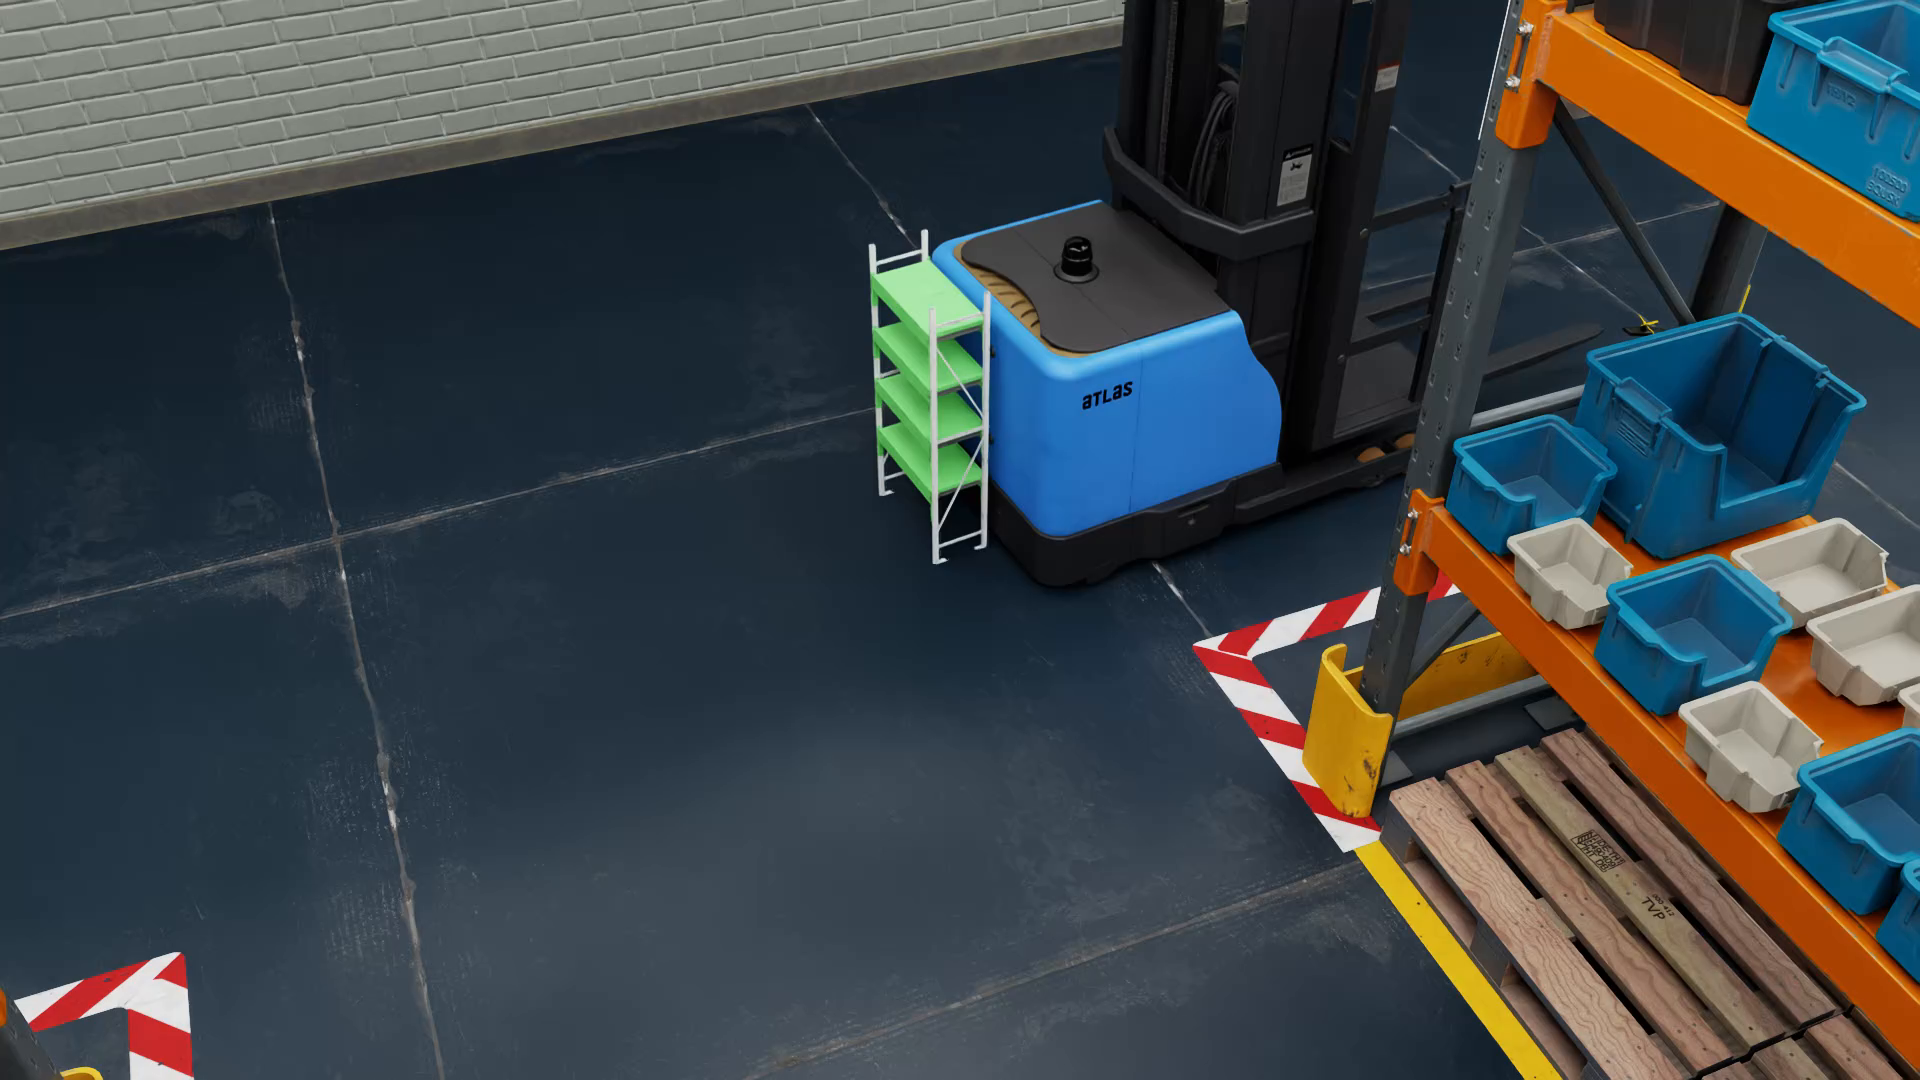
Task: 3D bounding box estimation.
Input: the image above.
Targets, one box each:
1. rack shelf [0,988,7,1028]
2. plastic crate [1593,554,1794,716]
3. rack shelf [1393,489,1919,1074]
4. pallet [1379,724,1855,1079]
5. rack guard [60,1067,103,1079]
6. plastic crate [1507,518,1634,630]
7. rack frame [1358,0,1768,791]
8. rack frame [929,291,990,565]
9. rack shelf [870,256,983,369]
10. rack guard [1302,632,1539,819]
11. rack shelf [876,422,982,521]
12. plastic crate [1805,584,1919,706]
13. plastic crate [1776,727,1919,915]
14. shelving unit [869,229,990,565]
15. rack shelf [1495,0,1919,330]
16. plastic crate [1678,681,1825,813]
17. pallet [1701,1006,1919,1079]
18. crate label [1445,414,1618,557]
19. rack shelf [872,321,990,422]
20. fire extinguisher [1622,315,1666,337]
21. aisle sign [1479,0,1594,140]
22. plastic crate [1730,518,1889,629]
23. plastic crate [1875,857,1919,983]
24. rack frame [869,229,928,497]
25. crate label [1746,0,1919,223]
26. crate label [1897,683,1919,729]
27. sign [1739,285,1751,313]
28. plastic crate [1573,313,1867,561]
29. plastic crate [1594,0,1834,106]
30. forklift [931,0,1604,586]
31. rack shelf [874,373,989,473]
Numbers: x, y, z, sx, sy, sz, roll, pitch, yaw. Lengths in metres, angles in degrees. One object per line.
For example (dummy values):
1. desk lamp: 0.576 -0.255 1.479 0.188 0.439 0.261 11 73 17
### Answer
1. rack shelf: -2.003 2.295 2.332 1.077 0.370 4.000 -15 43 -17
2. plastic crate: 1.852 0.252 4.238 0.416 0.233 0.300 -15 43 -17
3. rack shelf: 2.575 1.062 3.766 1.077 0.370 4.000 -15 43 -17
4. pallet: 2.089 1.148 5.253 1.003 0.211 1.213 -15 43 -17
5. rack guard: -2.739 1.811 4.260 1.175 0.500 0.348 -15 43 -17
6. plastic crate: 1.646 0.106 4.482 0.250 0.136 0.298 -15 43 -17
7. rack frame: 1.810 -0.416 4.933 1.000 3.000 0.127 -15 43 -17
8. rack frame: 0.000 -0.395 6.289 0.240 1.200 0.015 -19 44 -21
9. rack shelf: -0.115 -0.851 6.181 0.258 0.148 0.480 -19 44 -21
10. rack guard: 1.788 0.521 5.761 1.175 0.500 0.348 -15 43 -17
11. rack shelf: -0.115 -0.305 6.651 0.258 0.148 0.480 -19 44 -21
12. plastic crate: 2.386 0.286 4.273 0.396 0.136 0.243 -15 43 -17
13. plastic crate: 2.104 0.649 3.777 0.416 0.233 0.300 -15 43 -17
14. shelving unit: -0.115 -0.536 6.453 0.258 1.200 0.503 -19 44 -21
15. rack shelf: 2.575 -0.075 2.788 1.077 0.370 4.000 -15 43 -17
16. plastic crate: 1.906 0.515 4.007 0.250 0.136 0.298 -15 43 -17
17. pallet: 2.552 1.882 4.400 1.003 0.211 1.213 -15 43 -17
18. crate label: 1.600 -0.144 4.699 0.416 0.233 0.303 -15 43 -17
19. rack shelf: -0.115 -0.669 6.338 0.258 0.148 0.480 -19 44 -21
20. fire extinguisher: 2.172 -0.449 5.317 0.296 0.674 0.183 -15 43 -17
21. aisle sign: 1.508 -1.371 4.049 0.394 0.787 0.004 -15 43 -17
22. plastic crate: 2.289 0.108 4.480 0.396 0.136 0.243 -15 43 -17
23. plastic crate: 2.218 0.830 3.567 0.416 0.233 0.300 -15 43 -17
24. rack frame: -0.230 -0.676 6.616 0.240 1.200 0.015 -19 44 -21
25. crate label: 1.864 -0.860 3.263 0.408 0.251 0.502 -15 43 -17
26. crate label: 2.516 0.447 4.085 0.396 0.136 0.243 -15 43 -17
27. sign: 2.312 -0.625 5.051 0.100 0.325 0.005 -15 43 -17
28. plastic crate: 2.110 -0.297 4.721 0.616 0.435 0.499 -15 43 -17
29. plastic crate: 1.699 -1.202 3.647 0.497 0.269 0.590 -15 43 -17
30. forklift: 1.420 -1.620 6.386 3.031 2.935 1.130 -19 44 -21
31. rack shelf: -0.115 -0.487 6.494 0.258 0.148 0.480 -19 44 -21
